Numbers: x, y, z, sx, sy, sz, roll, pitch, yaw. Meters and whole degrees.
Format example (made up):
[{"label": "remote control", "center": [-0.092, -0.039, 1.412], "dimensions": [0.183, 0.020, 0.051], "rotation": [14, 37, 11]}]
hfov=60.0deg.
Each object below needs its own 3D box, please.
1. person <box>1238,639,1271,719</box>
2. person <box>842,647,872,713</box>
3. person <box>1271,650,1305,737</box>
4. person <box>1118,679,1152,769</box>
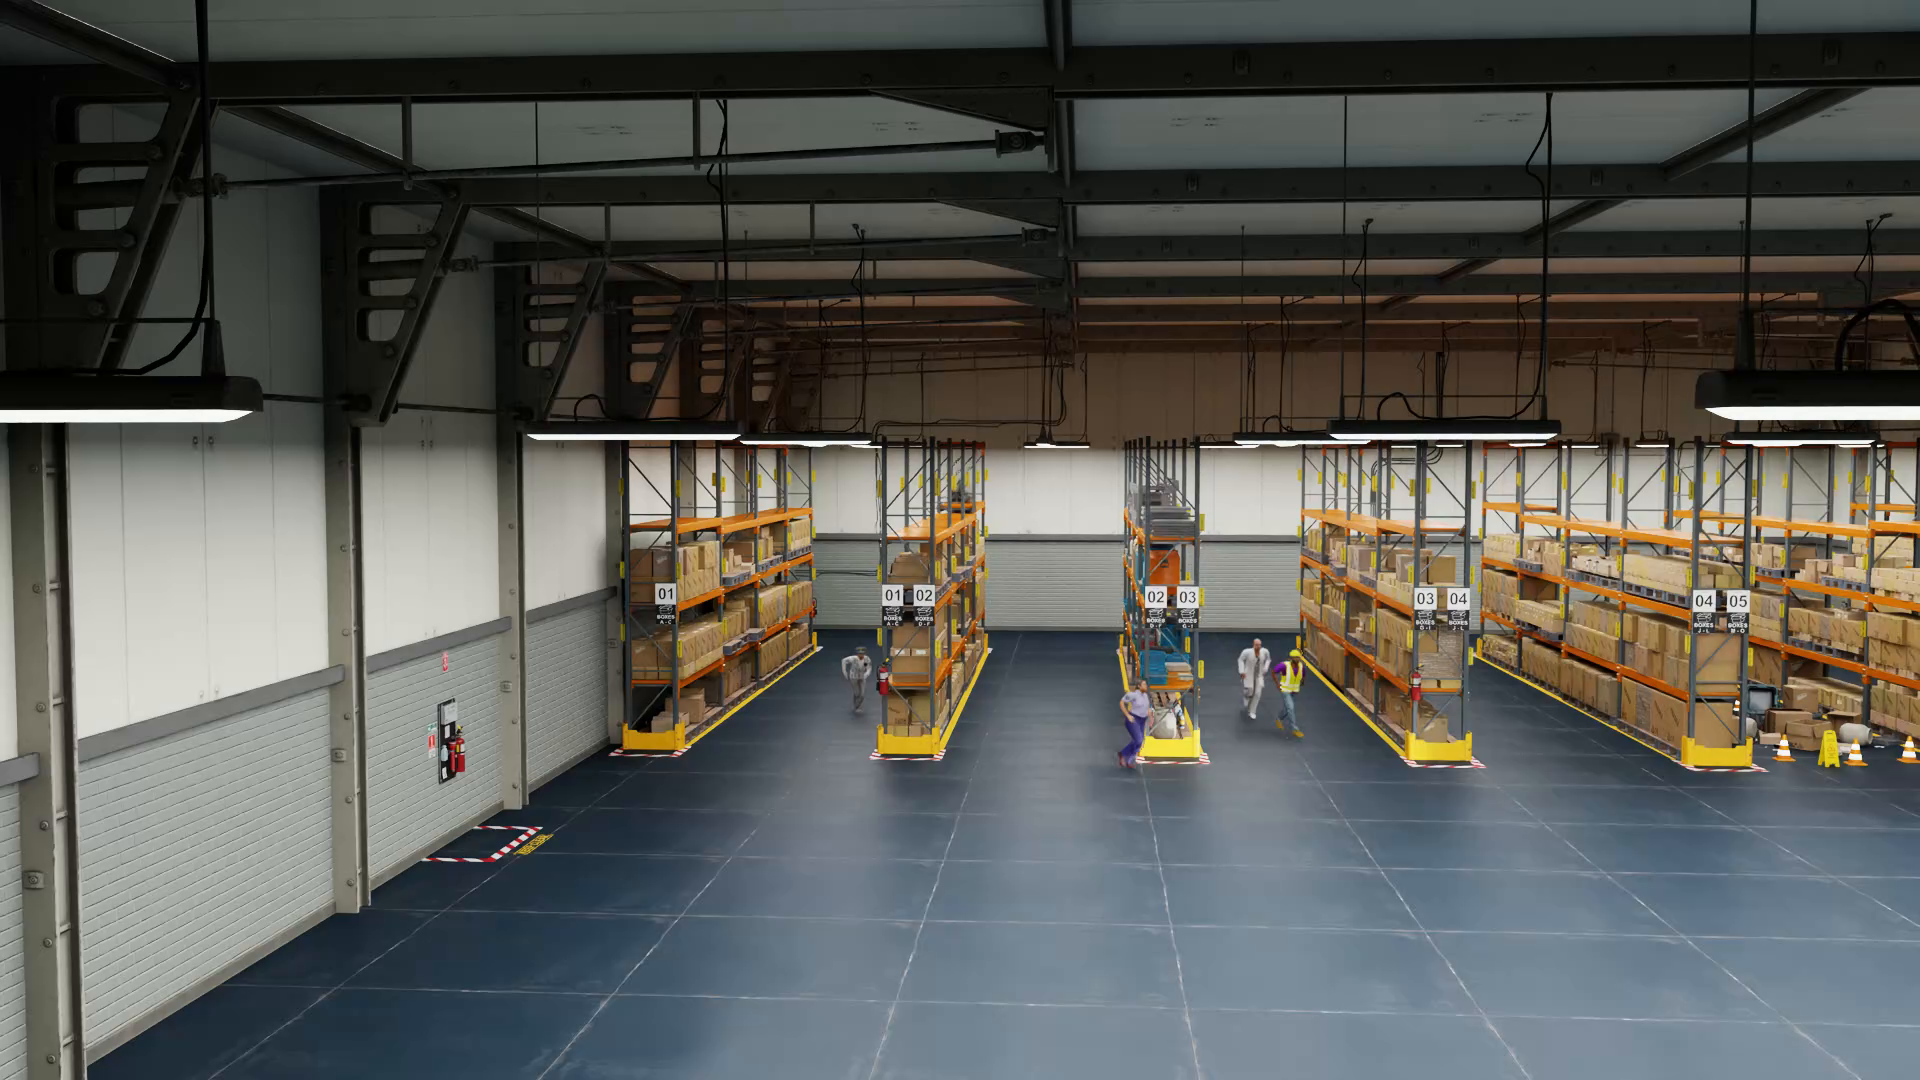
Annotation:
[{"label": "person", "center": [6.336, 2.967, 35.967], "dimensions": [0.707, 1.724, 0.873], "rotation": [0, 3, -9]}, {"label": "person", "center": [-2.241, 3.052, 36.169], "dimensions": [0.641, 1.491, 0.748], "rotation": [-1, 3, -16]}, {"label": "person", "center": [6.613, 3.031, 33.357], "dimensions": [0.713, 1.707, 1.124], "rotation": [-1, 3, -20]}, {"label": "person", "center": [3.220, 3.324, 30.067], "dimensions": [0.519, 1.590, 0.671], "rotation": [3, 4, 42]}]
